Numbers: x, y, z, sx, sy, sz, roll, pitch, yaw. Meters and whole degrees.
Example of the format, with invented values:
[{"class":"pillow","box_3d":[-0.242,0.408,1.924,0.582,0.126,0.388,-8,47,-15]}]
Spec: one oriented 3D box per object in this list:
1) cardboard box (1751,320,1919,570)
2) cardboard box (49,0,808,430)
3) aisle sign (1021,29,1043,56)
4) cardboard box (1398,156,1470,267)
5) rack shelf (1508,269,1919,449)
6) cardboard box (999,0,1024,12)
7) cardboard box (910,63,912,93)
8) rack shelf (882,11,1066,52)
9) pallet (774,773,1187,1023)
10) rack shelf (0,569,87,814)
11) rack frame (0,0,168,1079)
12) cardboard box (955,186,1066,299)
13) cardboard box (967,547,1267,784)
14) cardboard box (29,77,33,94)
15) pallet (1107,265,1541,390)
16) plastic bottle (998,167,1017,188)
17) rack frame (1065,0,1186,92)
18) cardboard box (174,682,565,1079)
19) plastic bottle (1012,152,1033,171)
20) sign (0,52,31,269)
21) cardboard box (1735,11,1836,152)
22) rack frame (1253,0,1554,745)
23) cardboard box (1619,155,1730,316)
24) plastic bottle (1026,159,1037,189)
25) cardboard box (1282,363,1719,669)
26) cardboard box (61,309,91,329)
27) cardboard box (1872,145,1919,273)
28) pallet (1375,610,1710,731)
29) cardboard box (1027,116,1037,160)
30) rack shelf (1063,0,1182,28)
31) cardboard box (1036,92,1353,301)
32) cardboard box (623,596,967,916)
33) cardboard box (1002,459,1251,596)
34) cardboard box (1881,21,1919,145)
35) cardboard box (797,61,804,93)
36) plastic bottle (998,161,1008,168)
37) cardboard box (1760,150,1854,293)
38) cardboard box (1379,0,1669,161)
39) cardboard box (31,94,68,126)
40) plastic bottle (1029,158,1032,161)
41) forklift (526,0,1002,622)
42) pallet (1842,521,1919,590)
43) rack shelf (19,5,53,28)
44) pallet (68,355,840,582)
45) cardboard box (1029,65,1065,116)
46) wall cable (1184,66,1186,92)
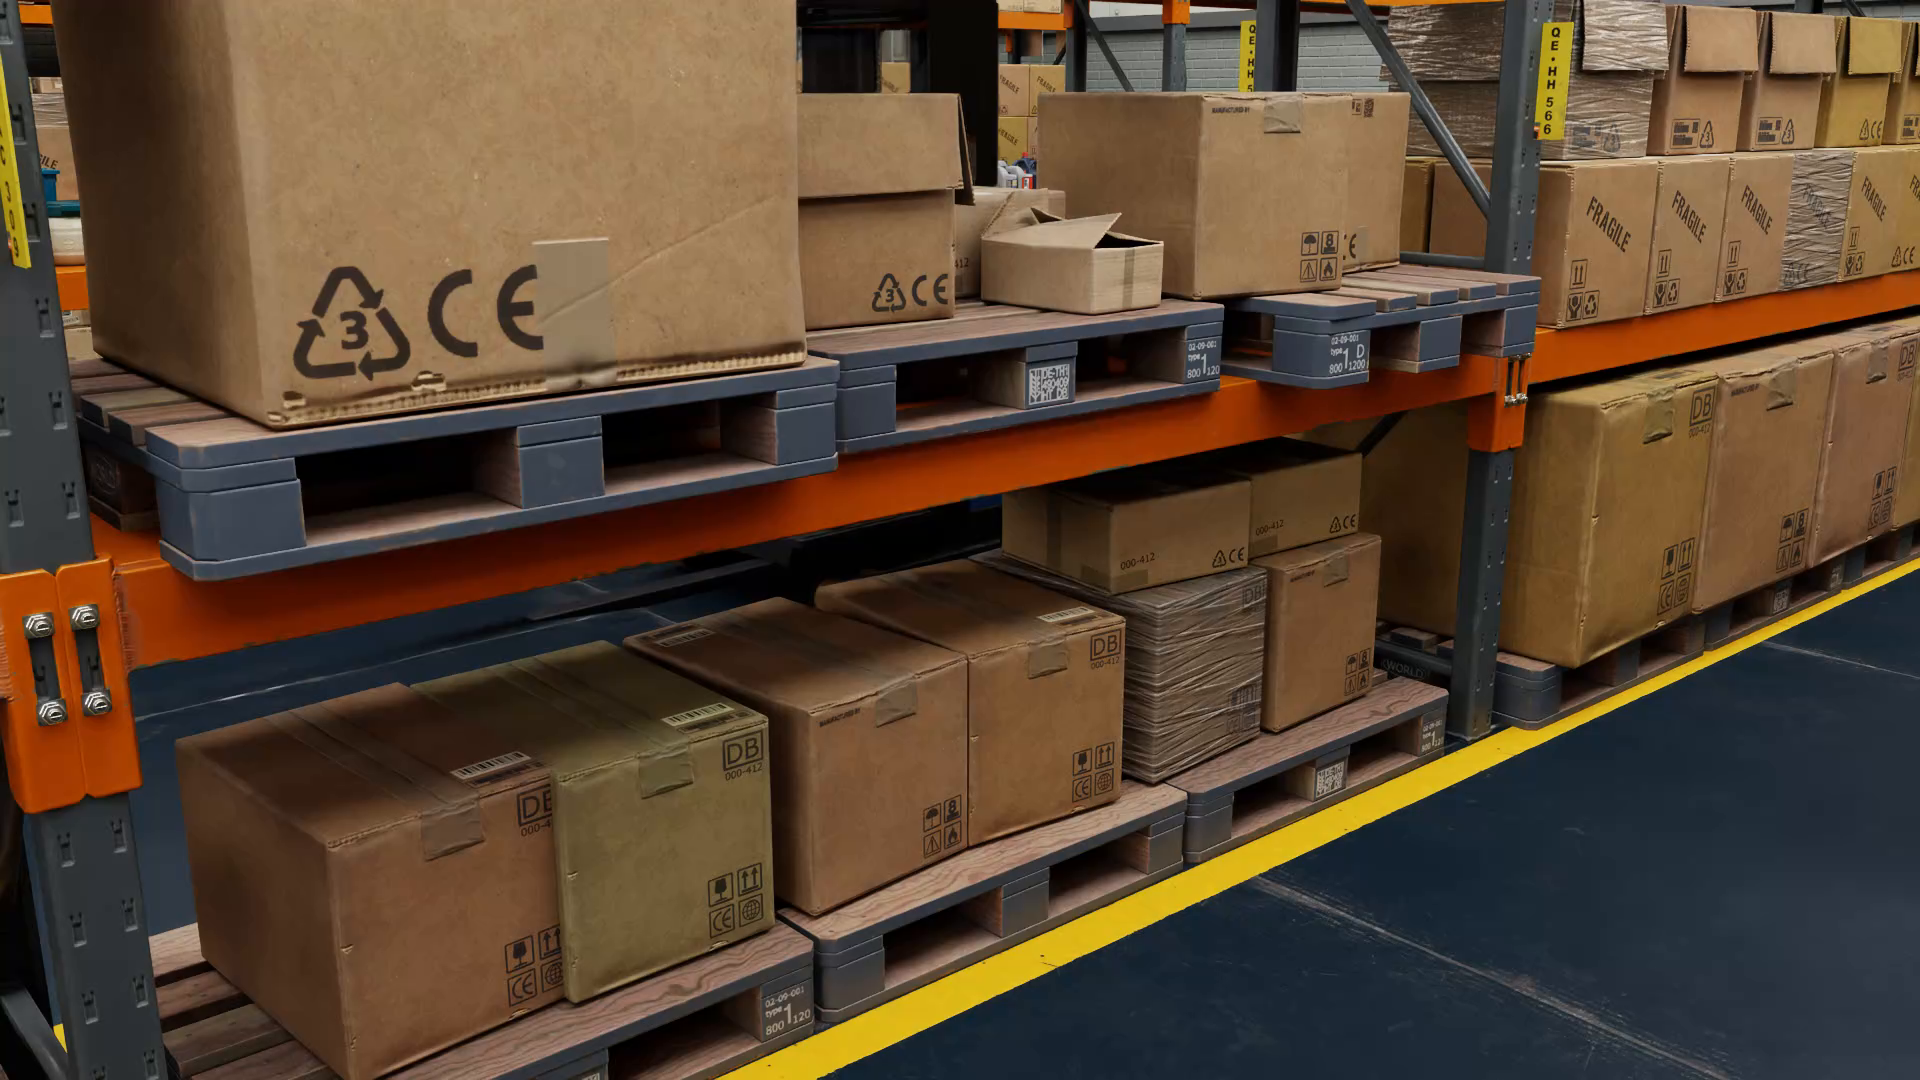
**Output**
[{"class":"cardboard box","box_3d":[3.217,-0.494,7.090,0.875,0.875,1.225,-14,20,-41]},{"class":"cardboard box","box_3d":[-0.983,-0.826,3.054,1.000,1.000,1.000,-12,19,-39]},{"class":"aisle sign","box_3d":[0.737,-5.513,17.538,0.004,0.787,0.394,-13,19,-39]},{"class":"cardboard box","box_3d":[1.553,-1.084,5.801,0.500,0.500,0.500,-12,19,-38]},{"class":"rack shelf","box_3d":[2.852,-0.895,6.682,4.000,0.370,1.077,-13,19,-39]},{"class":"cardboard box","box_3d":[0.279,-5.344,16.422,0.500,0.250,0.500,-13,19,-39]},{"class":"cardboard box","box_3d":[-0.433,-4.329,16.013,0.500,0.500,0.500,-12,19,-38]},{"class":"rack shelf","box_3d":[-0.631,-4.951,16.054,4.000,0.370,1.077,-13,19,-39]},{"class":"pallet","box_3d":[-0.167,0.781,4.416,1.213,0.211,1.003,-13,19,-39]},{"class":"rack shelf","box_3d":[-3.183,0.460,1.608,4.000,0.370,1.077,-13,19,-39]},{"class":"rack frame","box_3d":[-1.674,-0.226,2.784,0.127,3.000,1.000,-13,19,-39]},{"class":"cardboard box","box_3d":[-0.072,-0.795,4.390,0.500,0.250,0.500,-13,20,-41]},{"class":"cardboard box","box_3d":[0.441,0.305,4.786,0.700,0.500,0.500,14,20,42]},{"class":"cardboard box","box_3d":[-8.885,-4.249,15.542,0.380,0.149,0.250,12,19,38]},{"class":"pallet","box_3d":[0.875,-0.669,4.816,1.003,0.211,1.213,-13,19,-39]},{"class":"plastic bottle","box_3d":[0.267,-2.186,10.361,0.135,0.276,0.152,-13,19,-39]},{"class":"rack frame","box_3d":[1.109,-2.545,11.467,0.127,3.000,1.000,-13,19,-39]},{"class":"cardboard box","box_3d":[-1.197,0.669,3.423,0.700,0.500,0.500,14,21,43]},{"class":"plastic bottle","box_3d":[0.397,-2.299,10.640,0.185,0.351,0.144,-13,19,-39]},{"class":"sign","box_3d":[-1.312,-0.540,2.281,0.005,0.325,0.100,-13,19,-39]},{"class":"cardboard box","box_3d":[2.900,-1.782,6.471,0.637,0.503,0.797,-12,19,-38]},{"class":"rack frame","box_3d":[1.343,-0.904,5.320,0.127,3.000,1.000,-13,19,-39]},{"class":"cardboard box","box_3d":[2.276,-1.069,5.746,0.500,0.500,0.500,-13,20,-41]},{"class":"plastic bottle","box_3d":[0.491,-2.271,10.535,0.185,0.351,0.144,-13,19,-39]},{"class":"cardboard box","box_3d":[1.877,-0.193,5.963,0.875,0.875,1.225,-14,20,-42]},{"class":"cardboard box","box_3d":[-6.161,-1.667,11.607,0.500,0.311,0.500,-13,20,-40]},{"class":"cardboard box","box_3d":[3.809,-1.415,7.040,0.500,0.500,0.500,-12,19,-38]},{"class":"pallet","box_3d":[1.987,0.325,6.125,1.213,0.211,1.003,-13,19,-39]},{"class":"cardboard box","box_3d":[0.719,-4.107,17.121,0.500,0.500,0.500,-12,19,-38]},{"class":"rack shelf","box_3d":[-0.399,-3.308,9.904,4.000,0.370,1.077,-13,19,-39]},{"class":"cardboard box","box_3d":[0.606,-0.942,4.455,0.500,0.500,0.700,-9,18,-31]},{"class":"cardboard box","box_3d":[-0.403,0.497,4.067,0.700,0.500,0.500,14,20,42]},{"class":"cardboard box","box_3d":[0.464,-0.060,4.699,0.500,0.250,0.500,-10,18,-33]},{"class":"cardboard box","box_3d":[3.884,-2.004,7.304,0.637,0.503,0.797,-13,20,-41]},{"class":"cardboard box","box_3d":[-1.599,-4.067,15.031,0.500,0.500,0.500,-12,19,-38]},{"class":"plastic bottle","box_3d":[0.234,-2.419,11.235,0.135,0.276,0.152,-13,19,-39]},{"class":"cardboard box","box_3d":[3.039,-1.241,6.389,0.500,0.500,0.500,-13,19,-39]},{"class":"cardboard box","box_3d":[1.905,-1.557,5.630,0.637,0.503,0.797,-12,19,-38]},{"class":"cardboard box","box_3d":[-8.760,-3.976,15.776,0.700,0.500,0.500,13,20,40]},{"class":"plastic bottle","box_3d":[0.452,-2.487,11.476,0.133,0.283,0.061,-13,19,-39]},{"class":"forklift","box_3d":[-0.635,-1.252,6.759,3.031,2.935,1.130,-14,20,-42]},{"class":"pallet","box_3d":[3.828,-0.089,7.673,1.213,0.211,1.003,-13,19,-39]},{"class":"rack shelf","box_3d":[-9.920,-4.559,14.588,4.000,0.370,1.077,-13,19,-39]},{"class":"pallet","box_3d":[-1.002,-0.234,3.187,1.213,0.211,1.003,-13,19,-39]},{"class":"cardboard box","box_3d":[0.723,-4.590,16.992,0.500,0.500,0.500,-13,20,-40]},{"class":"wall cable","box_3d":[2.125,-7.439,24.178,0.112,2.526,3.097,-13,19,-39]}]
